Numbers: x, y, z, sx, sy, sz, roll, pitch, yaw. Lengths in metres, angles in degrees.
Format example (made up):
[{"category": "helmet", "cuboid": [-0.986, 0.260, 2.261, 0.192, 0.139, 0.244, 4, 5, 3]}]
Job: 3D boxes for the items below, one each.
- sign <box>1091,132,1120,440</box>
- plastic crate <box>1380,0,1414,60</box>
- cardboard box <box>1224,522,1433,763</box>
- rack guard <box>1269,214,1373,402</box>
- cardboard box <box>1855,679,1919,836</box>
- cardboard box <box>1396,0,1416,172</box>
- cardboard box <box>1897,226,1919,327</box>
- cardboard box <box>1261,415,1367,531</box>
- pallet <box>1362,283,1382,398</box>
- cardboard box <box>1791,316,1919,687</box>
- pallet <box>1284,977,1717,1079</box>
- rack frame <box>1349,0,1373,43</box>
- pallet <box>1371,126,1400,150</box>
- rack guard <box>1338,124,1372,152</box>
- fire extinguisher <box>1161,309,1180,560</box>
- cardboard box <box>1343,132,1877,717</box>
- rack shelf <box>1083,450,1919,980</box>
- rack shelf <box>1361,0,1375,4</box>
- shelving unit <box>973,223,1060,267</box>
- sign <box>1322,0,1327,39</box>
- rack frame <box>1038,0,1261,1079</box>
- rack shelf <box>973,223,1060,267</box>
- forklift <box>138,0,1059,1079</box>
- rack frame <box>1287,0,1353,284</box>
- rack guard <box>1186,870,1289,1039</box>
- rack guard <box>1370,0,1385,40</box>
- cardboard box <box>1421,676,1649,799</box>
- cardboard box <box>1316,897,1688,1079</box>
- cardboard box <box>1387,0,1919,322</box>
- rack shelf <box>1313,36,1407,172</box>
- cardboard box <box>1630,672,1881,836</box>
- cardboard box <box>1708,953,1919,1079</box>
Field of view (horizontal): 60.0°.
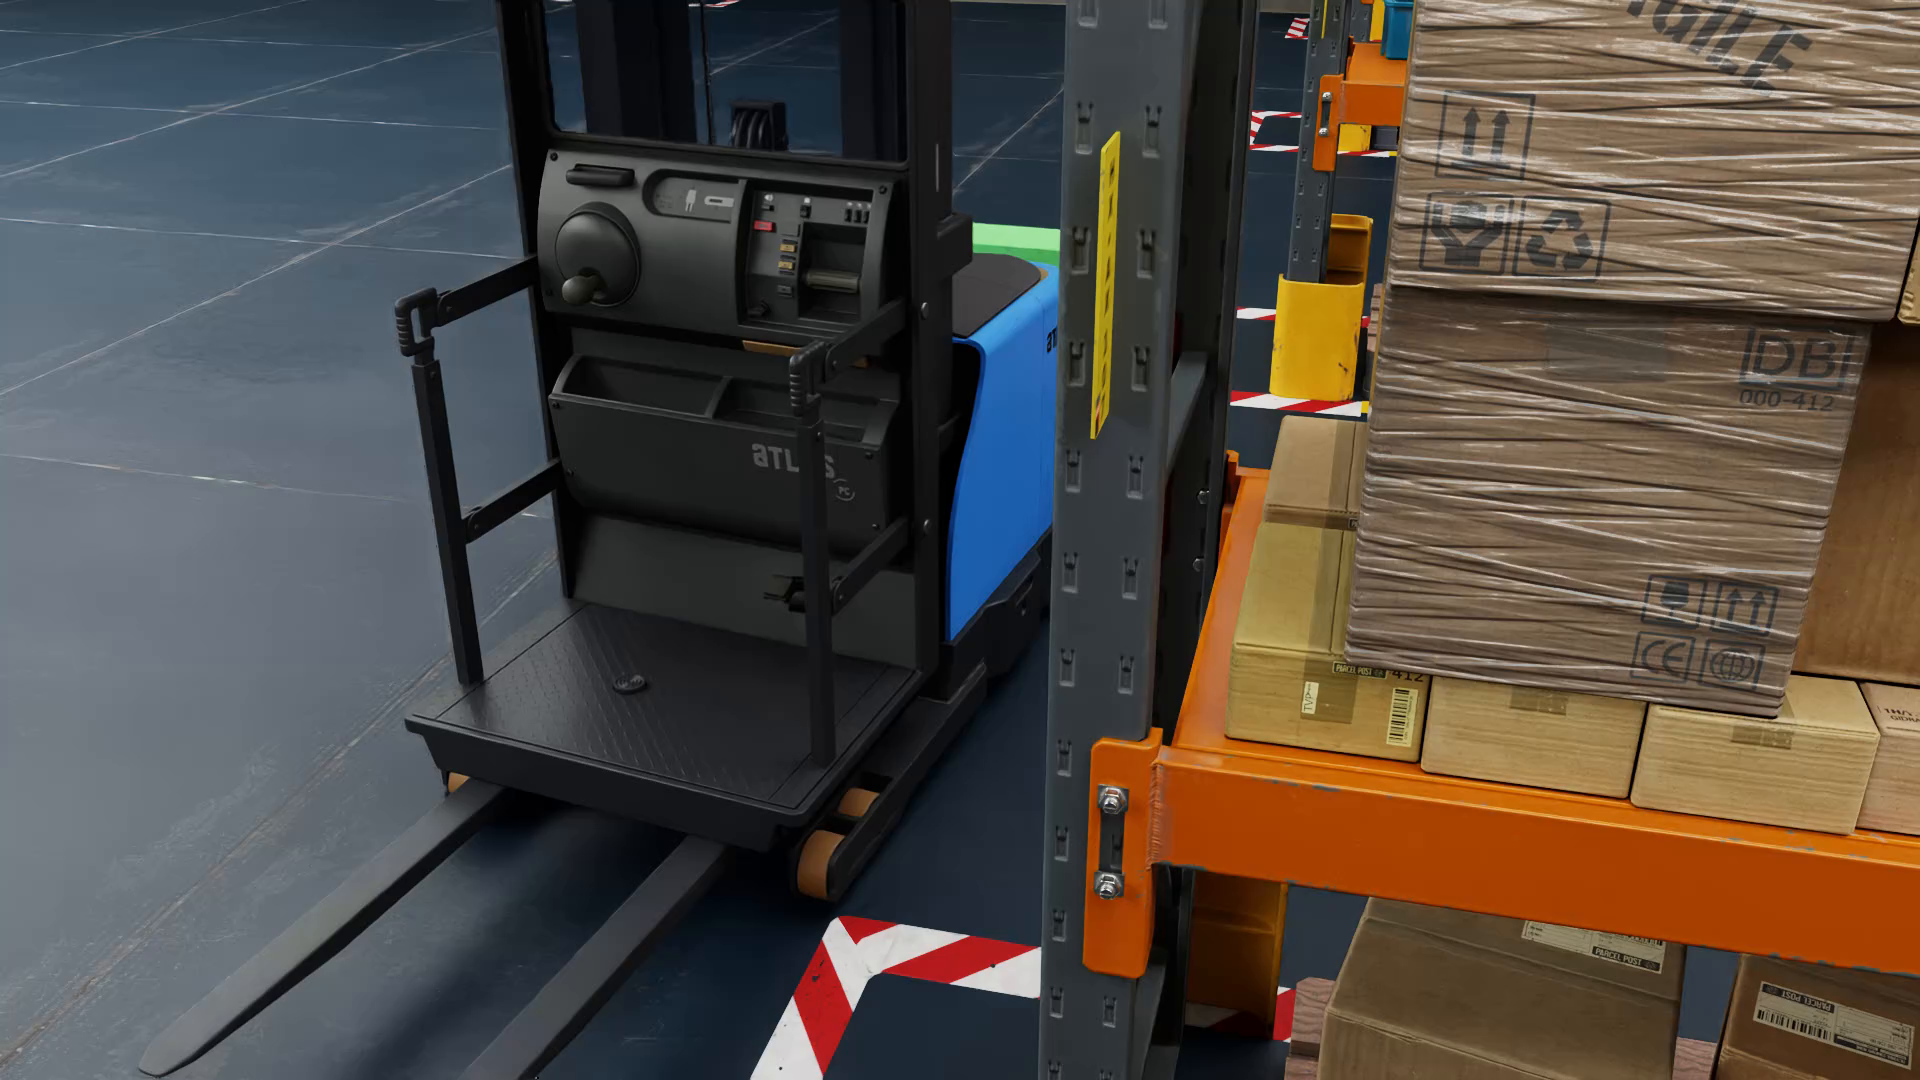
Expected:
[{"category": "sign", "cuboid": [0.161, -0.279, 1.839, 0.005, 0.325, 0.100, 6, 26, 13]}, {"category": "plastic crate", "cuboid": [2.089, -2.180, 7.012, 0.616, 0.251, 0.499, 6, 26, 13]}, {"category": "cardboard box", "cuboid": [0.513, 0.129, 2.281, 0.250, 0.149, 0.380, 6, 26, 13]}, {"category": "rack guard", "cuboid": [1.615, -1.059, 7.392, 0.348, 0.500, 1.175, 6, 26, 13]}, {"category": "cardboard box", "cuboid": [1.236, 0.215, 2.101, 0.250, 0.149, 0.380, 6, 26, 13]}, {"category": "cardboard box", "cuboid": [0.890, -0.789, 2.292, 0.500, 0.500, 0.500, 6, 26, 13]}, {"category": "cardboard box", "cuboid": [1.243, -0.516, 1.719, 0.500, 0.500, 0.500, 6, 26, 13]}, {"category": "cardboard box", "cuboid": [0.624, -0.056, 2.670, 0.250, 0.149, 0.380, 6, 26, 13]}, {"category": "pallet", "cuboid": [2.401, -0.839, 7.267, 1.213, 0.211, 1.003, 6, 26, 13]}, {"category": "cardboard box", "cuboid": [1.336, -0.219, 2.259, 0.500, 0.500, 0.875, 6, 26, 13]}, {"category": "pallet", "cuboid": [1.148, 1.255, 2.868, 1.213, 0.211, 1.003, 6, 26, 13]}, {"category": "rack frame", "cuboid": [2.767, -4.238, 11.161, 0.127, 3.000, 1.000, 6, 26, 13]}, {"category": "pallet", "cuboid": [3.518, -2.914, 11.625, 1.213, 0.211, 1.003, 6, 26, 13]}, {"category": "rack guard", "cuboid": [2.744, -3.112, 11.704, 0.348, 0.500, 1.175, 6, 26, 13]}, {"category": "fire extinguisher", "cuboid": [0.300, -0.283, 2.945, 0.183, 0.674, 0.296, 6, 26, 13]}, {"category": "cardboard box", "cuboid": [0.822, -0.223, 2.267, 0.500, 0.500, 0.875, 6, 26, 13]}, {"category": "rack shelf", "cuboid": [2.233, 0.425, 2.205, 4.000, 0.370, 1.077, 6, 26, 13]}, {"category": "rack shelf", "cuboid": [4.704, -3.699, 10.866, 4.000, 0.370, 1.077, 6, 26, 13]}, {"category": "shelving unit", "cuboid": [0.164, -0.528, 5.463, 0.503, 1.200, 0.258, 7, 26, 15]}, {"category": "sign", "cuboid": [1.389, -2.072, 6.291, 0.005, 0.325, 0.100, 6, 26, 13]}, {"category": "rack frame", "cuboid": [0.296, -0.114, 2.500, 0.127, 3.000, 1.000, 6, 26, 13]}, {"category": "rack shelf", "cuboid": [0.164, -0.904, 5.284, 0.480, 0.148, 0.258, 7, 26, 15]}, {"category": "forklift", "cuboid": [-0.670, -0.673, 3.753, 1.130, 2.935, 3.031, 10, 27, 20]}, {"category": "rack frame", "cuboid": [1.530, -2.176, 6.831, 0.127, 3.000, 1.000, 6, 26, 13]}, {"category": "rack guard", "cuboid": [0.370, 1.023, 3.020, 0.348, 0.500, 1.175, 6, 26, 13]}, {"category": "rack guard", "cuboid": [4.071, -5.164, 16.014, 0.348, 0.500, 1.175, 6, 26, 13]}, {"category": "cardboard box", "cuboid": [0.750, 0.164, 2.208, 0.250, 0.149, 0.380, 6, 26, 13]}, {"category": "cardboard box", "cuboid": [0.897, 0.899, 2.792, 0.500, 0.500, 0.500, 11, 28, 23]}, {"category": "cardboard box", "cuboid": [0.761, -0.572, 1.837, 0.500, 0.500, 0.500, 6, 26, 13]}, {"category": "rack shelf", "cuboid": [3.467, -1.637, 6.536, 4.000, 0.370, 1.077, 6, 26, 13]}, {"category": "cardboard box", "cuboid": [0.989, 0.197, 2.139, 0.250, 0.149, 0.380, 6, 26, 13]}, {"category": "cardboard box", "cuboid": [1.484, 0.949, 2.687, 0.500, 0.500, 0.500, 14, 29, 26]}]
